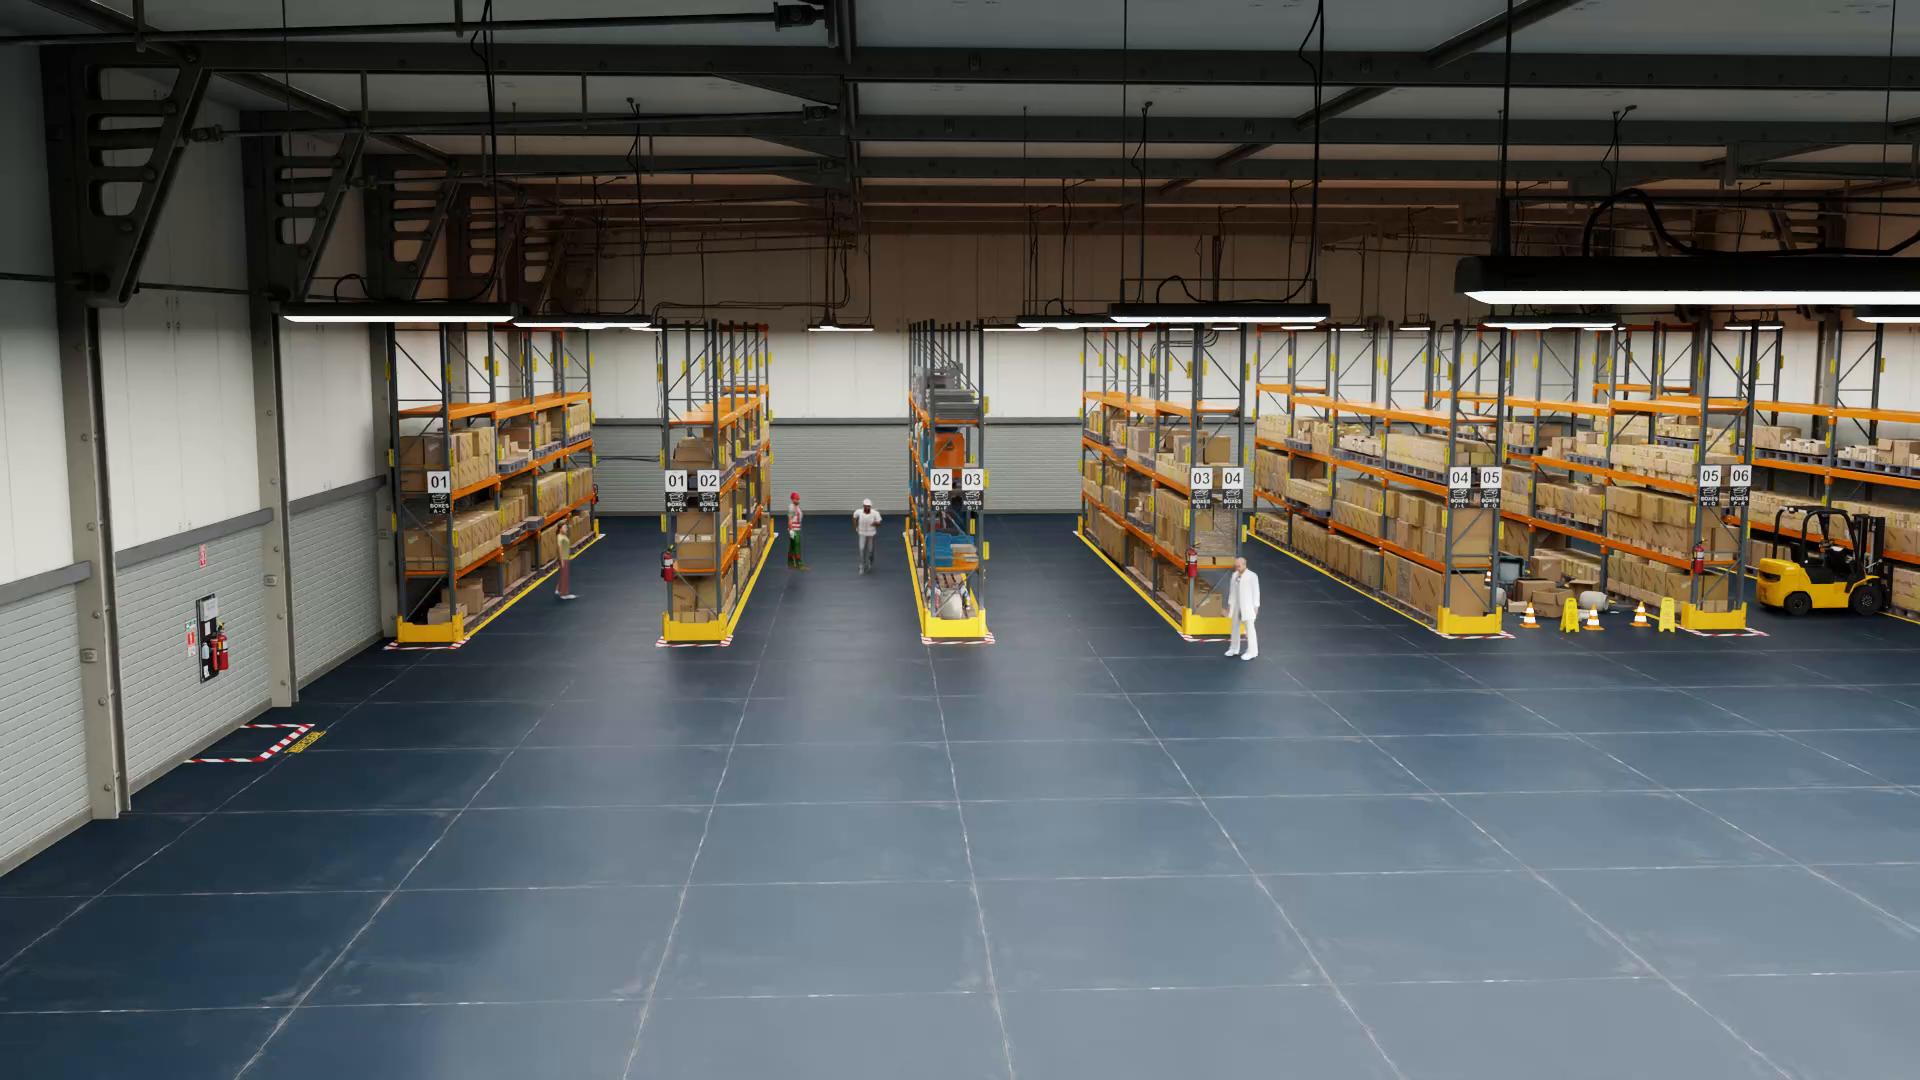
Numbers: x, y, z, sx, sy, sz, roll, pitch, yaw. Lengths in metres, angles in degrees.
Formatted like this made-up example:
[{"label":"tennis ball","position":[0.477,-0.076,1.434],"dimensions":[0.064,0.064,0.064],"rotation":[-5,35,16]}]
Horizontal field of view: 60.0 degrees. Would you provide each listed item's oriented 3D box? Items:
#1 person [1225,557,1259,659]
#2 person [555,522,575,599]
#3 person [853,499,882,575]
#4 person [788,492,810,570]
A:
[{"label":"person","position":[4.974,1.191,29.539],"dimensions":[0.433,1.776,0.638],"rotation":[-6,9,-41]},{"label":"person","position":[-8.588,0.435,36.075],"dimensions":[0.402,1.675,0.458],"rotation":[-3,8,-24]},{"label":"person","position":[-2.241,-0.103,40.096],"dimensions":[0.727,1.797,0.870],"rotation":[0,7,3]},{"label":"person","position":[-3.733,-0.217,38.501],"dimensions":[0.542,1.790,0.551],"rotation":[0,7,-2]}]
